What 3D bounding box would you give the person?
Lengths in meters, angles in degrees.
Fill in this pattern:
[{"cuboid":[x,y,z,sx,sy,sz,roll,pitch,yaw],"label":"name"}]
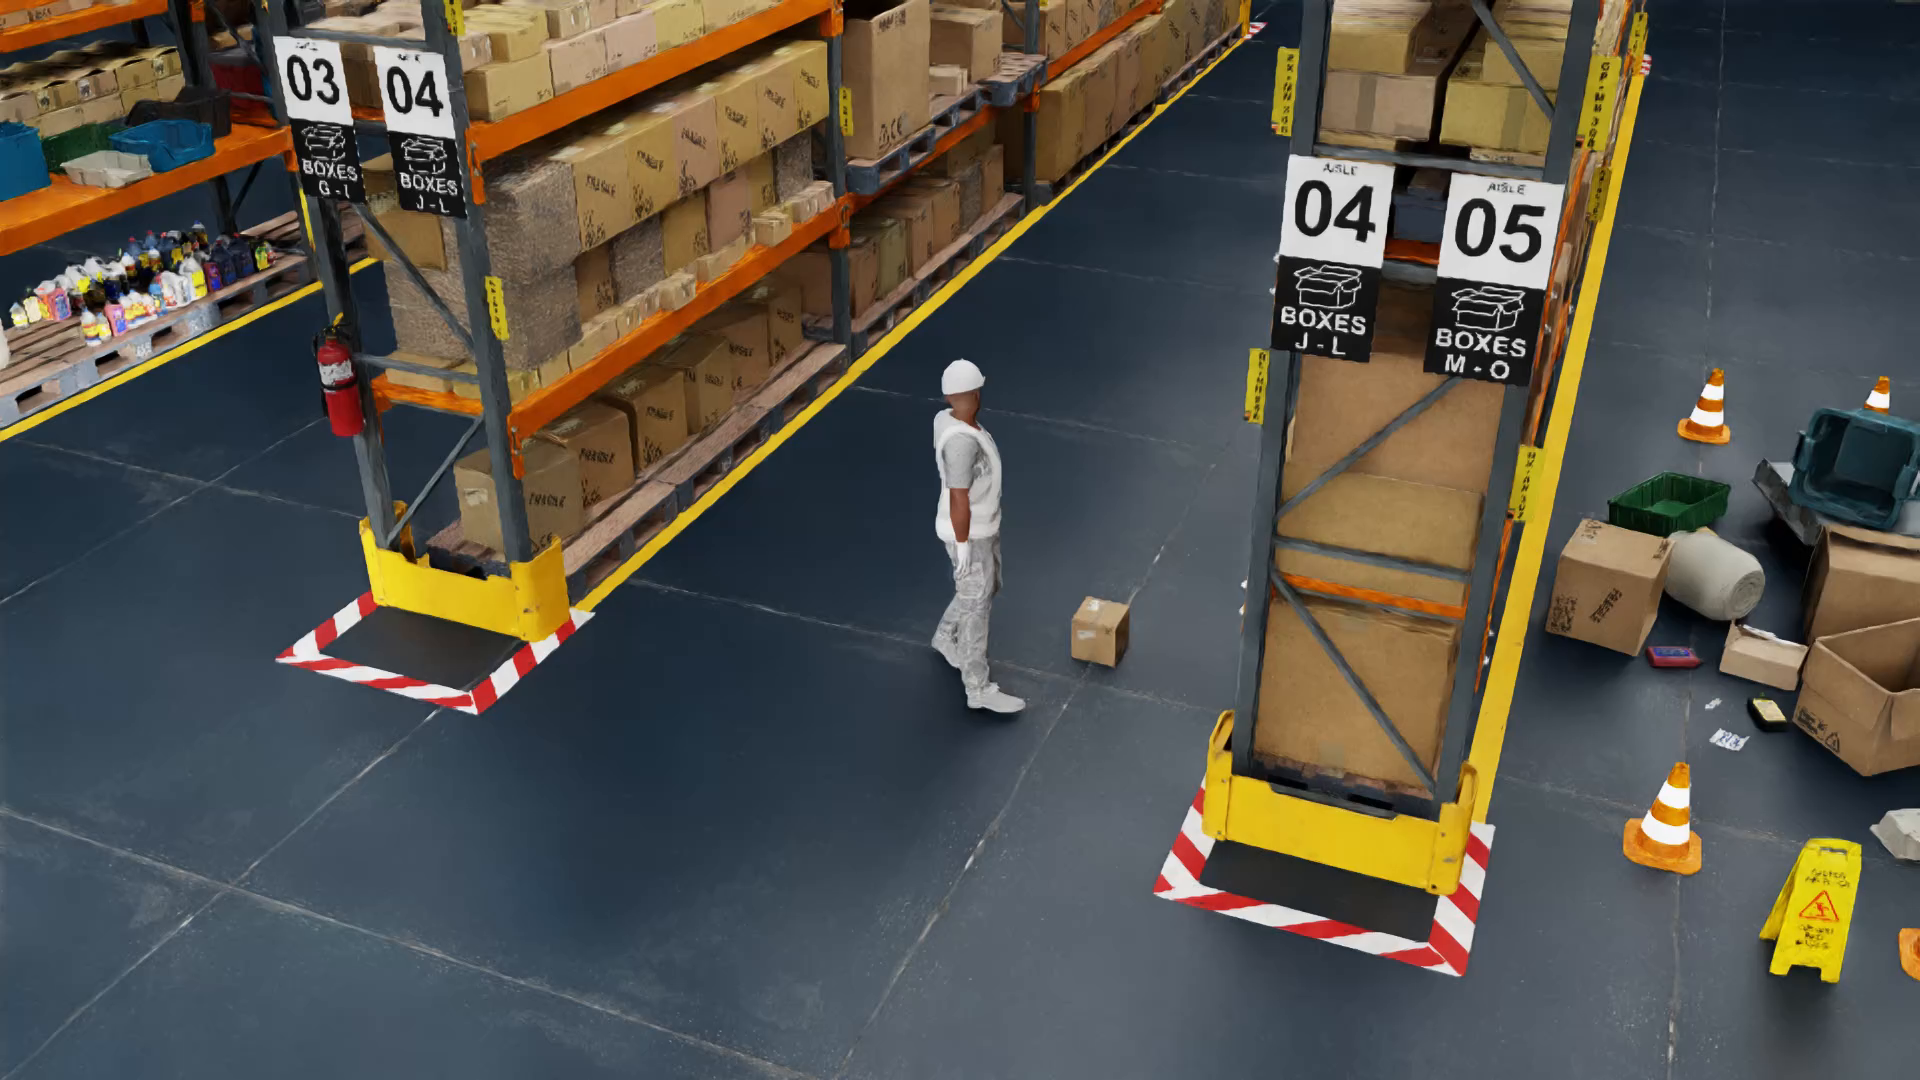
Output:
[{"cuboid":[0.095,-0.025,8.449,0.520,1.736,0.740,1,29,3],"label":"person"}]
